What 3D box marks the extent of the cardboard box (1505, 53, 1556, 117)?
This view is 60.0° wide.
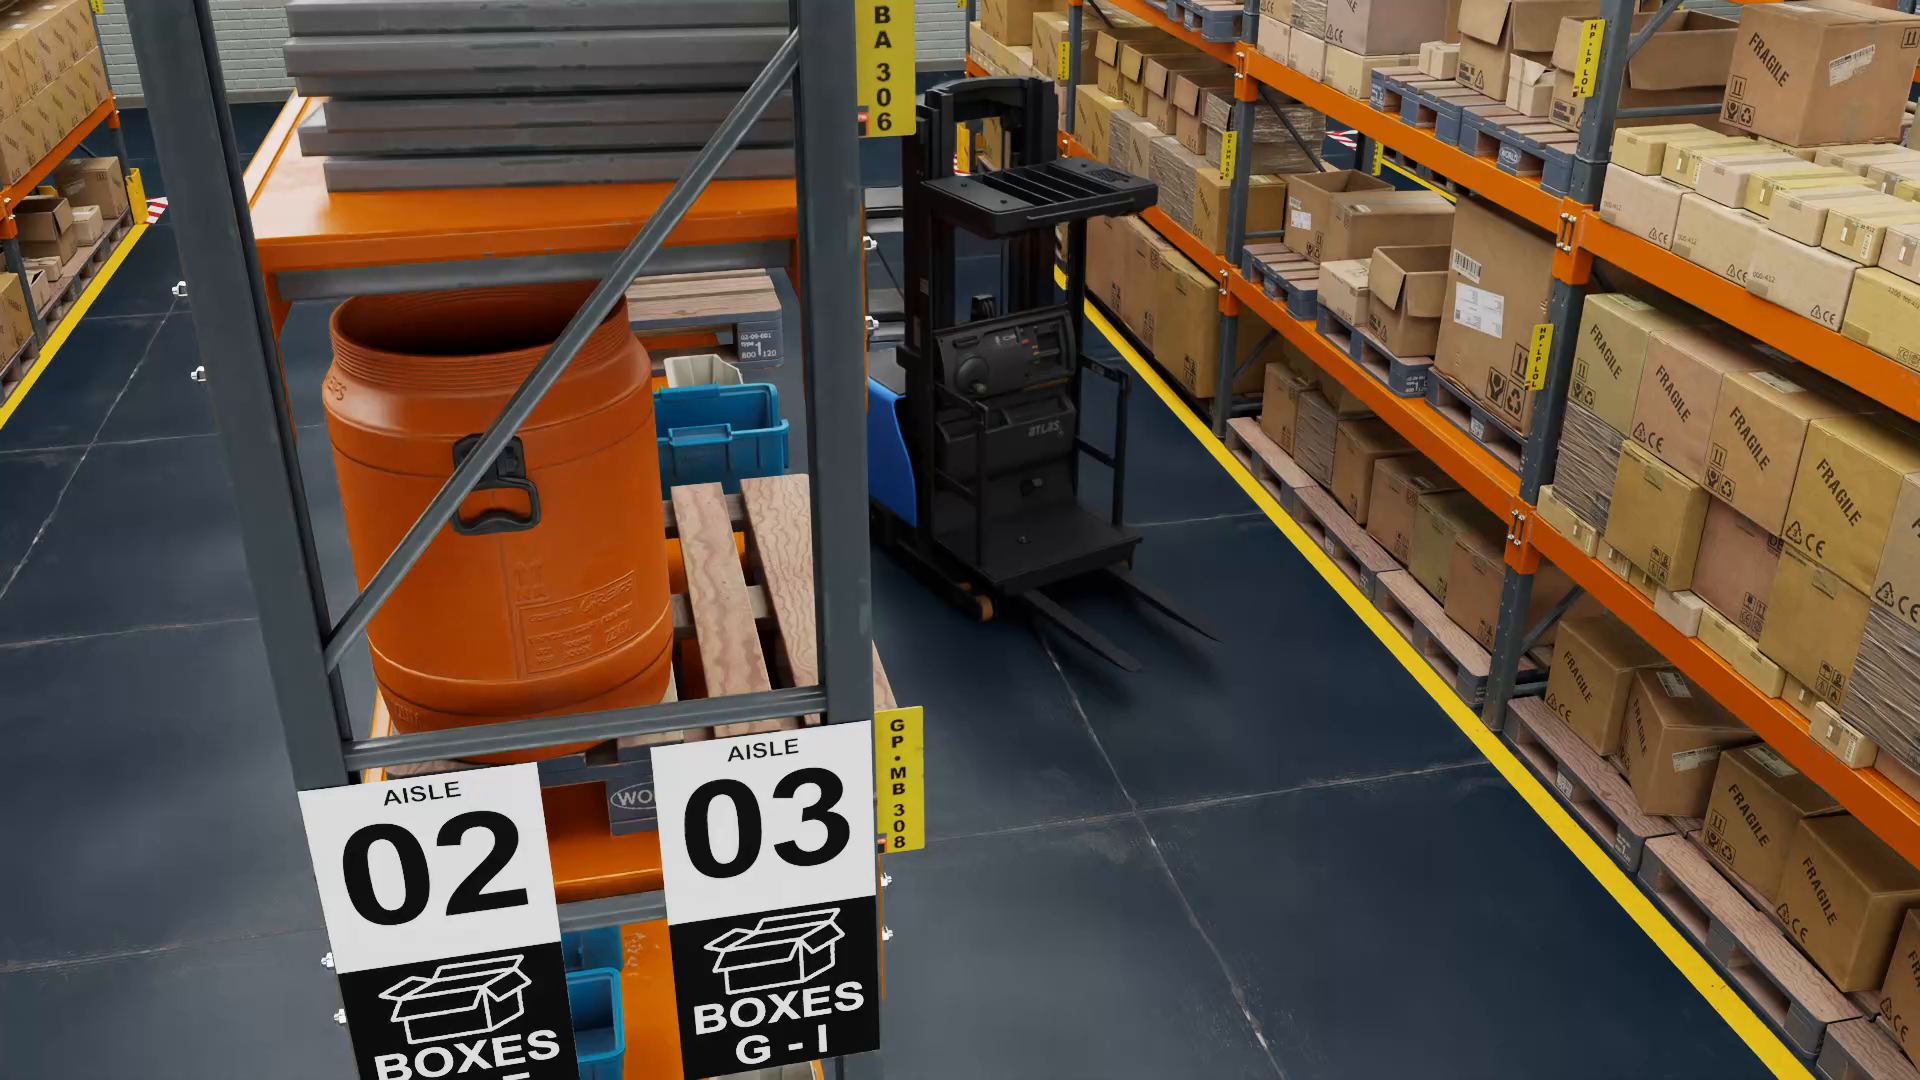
[{"bbox_3d":[2.959,-2.270,8.273,0.396,0.266,0.258,-5,27,-10],"label":"cardboard box"}]

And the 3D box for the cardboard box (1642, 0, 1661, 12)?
[{"bbox_3d":[6.456,-5.219,16.210,0.500,0.500,0.500,-5,27,-10],"label":"cardboard box"}]

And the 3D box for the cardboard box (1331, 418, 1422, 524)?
[{"bbox_3d":[2.809,-0.455,10.608,0.700,0.500,0.500,-4,27,-7],"label":"cardboard box"}]

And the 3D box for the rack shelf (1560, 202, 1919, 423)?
[{"bbox_3d":[3.719,-0.541,5.962,1.077,0.370,4.000,-6,27,-12],"label":"rack shelf"}]

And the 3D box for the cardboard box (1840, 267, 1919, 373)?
[{"bbox_3d":[3.473,-0.768,5.780,0.500,0.250,0.500,-6,27,-12],"label":"cardboard box"}]

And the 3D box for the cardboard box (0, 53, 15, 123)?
[{"bbox_3d":[-8.019,-3.635,13.403,0.500,0.500,0.500,-5,27,-10],"label":"cardboard box"}]

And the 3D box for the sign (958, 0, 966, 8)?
[{"bbox_3d":[0.022,-6.037,18.333,0.100,0.325,0.005,-6,27,-12],"label":"sign"}]

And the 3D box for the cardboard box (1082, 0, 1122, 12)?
[{"bbox_3d":[1.381,-4.995,16.321,0.500,0.500,0.500,-7,28,-13],"label":"cardboard box"}]

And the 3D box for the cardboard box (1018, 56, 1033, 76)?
[{"bbox_3d":[0.876,-4.597,16.365,0.500,0.250,0.500,-5,27,-11],"label":"cardboard box"}]

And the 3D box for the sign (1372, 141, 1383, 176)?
[{"bbox_3d":[2.893,-2.698,11.569,0.100,0.325,0.005,-6,27,-12],"label":"sign"}]

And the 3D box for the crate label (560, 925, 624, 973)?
[{"bbox_3d":[-1.334,1.062,5.279,0.502,0.435,0.616,-6,27,-12],"label":"crate label"}]

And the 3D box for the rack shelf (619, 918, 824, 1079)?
[{"bbox_3d":[-1.106,1.301,5.642,1.077,0.370,4.000,-6,27,-12],"label":"rack shelf"}]

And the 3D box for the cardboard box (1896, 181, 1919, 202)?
[{"bbox_3d":[3.809,-1.271,6.333,0.380,0.149,0.250,-5,27,-10],"label":"cardboard box"}]

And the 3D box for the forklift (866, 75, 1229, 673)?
[{"bbox_3d":[0.395,-1.061,9.600,1.130,2.935,3.031,-16,31,-29],"label":"forklift"}]

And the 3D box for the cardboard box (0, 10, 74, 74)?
[{"bbox_3d":[-8.484,-4.539,15.194,0.500,0.500,0.500,-5,27,-10],"label":"cardboard box"}]

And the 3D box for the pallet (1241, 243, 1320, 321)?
[{"bbox_3d":[2.631,-1.769,11.139,1.213,0.211,1.003,-6,27,-12],"label":"pallet"}]

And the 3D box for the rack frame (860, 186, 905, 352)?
[{"bbox_3d":[-0.435,-1.314,11.020,0.400,2.100,0.015,-5,27,-9],"label":"rack frame"}]

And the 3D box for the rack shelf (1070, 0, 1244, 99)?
[{"bbox_3d":[1.916,-4.053,12.920,1.077,0.370,4.000,-6,27,-12],"label":"rack shelf"}]

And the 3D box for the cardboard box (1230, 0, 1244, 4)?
[{"bbox_3d":[2.159,-3.990,11.417,0.797,0.503,0.637,-4,27,-9],"label":"cardboard box"}]

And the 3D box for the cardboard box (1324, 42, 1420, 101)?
[{"bbox_3d":[2.465,-2.747,9.701,0.500,0.250,0.500,-5,27,-10],"label":"cardboard box"}]

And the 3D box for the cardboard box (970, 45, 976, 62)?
[{"bbox_3d":[0.323,-5.368,18.334,0.380,0.149,0.250,-6,27,-11],"label":"cardboard box"}]

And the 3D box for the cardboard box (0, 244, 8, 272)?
[{"bbox_3d":[-8.761,-2.455,14.781,0.500,0.311,0.500,-6,27,-12],"label":"cardboard box"}]

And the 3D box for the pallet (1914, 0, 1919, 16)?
[{"bbox_3d":[7.419,-3.594,11.422,1.213,0.211,1.003,-5,27,-9],"label":"pallet"}]

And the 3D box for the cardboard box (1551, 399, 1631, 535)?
[{"bbox_3d":[3.310,-0.375,7.722,0.875,0.500,0.500,-6,27,-12],"label":"cardboard box"}]

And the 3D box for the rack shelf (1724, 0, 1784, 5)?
[{"bbox_3d":[6.771,-4.512,13.830,1.077,0.370,4.000,-6,27,-12],"label":"rack shelf"}]

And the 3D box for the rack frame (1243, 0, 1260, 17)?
[{"bbox_3d":[2.367,-4.835,10.343,1.000,3.000,0.127,-6,27,-12],"label":"rack frame"}]

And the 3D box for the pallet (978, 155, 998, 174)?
[{"bbox_3d":[0.820,-4.081,18.601,1.003,0.211,1.213,-6,27,-12],"label":"pallet"}]

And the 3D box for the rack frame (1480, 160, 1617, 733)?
[{"bbox_3d":[3.268,-0.401,8.216,1.000,3.000,0.127,-6,27,-12],"label":"rack frame"}]

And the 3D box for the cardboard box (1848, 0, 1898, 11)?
[{"bbox_3d":[6.846,-4.225,12.352,0.500,0.500,0.500,-6,27,-12],"label":"cardboard box"}]

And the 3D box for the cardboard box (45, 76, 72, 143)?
[{"bbox_3d":[-8.381,-3.872,14.982,0.500,0.500,0.500,-6,27,-12],"label":"cardboard box"}]

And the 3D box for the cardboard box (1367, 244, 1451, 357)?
[{"bbox_3d":[2.788,-1.386,9.587,0.797,0.503,0.637,-3,27,-6],"label":"cardboard box"}]

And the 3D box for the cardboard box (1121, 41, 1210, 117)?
[{"bbox_3d":[1.761,-3.823,13.772,0.797,0.503,0.637,-6,27,-11],"label":"cardboard box"}]

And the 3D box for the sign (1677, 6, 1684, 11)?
[{"bbox_3d":[6.861,-4.947,15.938,0.100,0.325,0.005,-6,27,-12],"label":"sign"}]

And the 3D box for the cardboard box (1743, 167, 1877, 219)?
[{"bbox_3d":[3.306,-1.342,6.476,0.380,0.149,0.250,-5,27,-10],"label":"cardboard box"}]

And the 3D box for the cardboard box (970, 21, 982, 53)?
[{"bbox_3d":[0.409,-5.497,18.148,0.500,0.250,0.500,-7,28,-13],"label":"cardboard box"}]

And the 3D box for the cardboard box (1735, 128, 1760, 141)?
[{"bbox_3d":[3.623,-1.738,7.259,0.380,0.149,0.250,-5,27,-10],"label":"cardboard box"}]

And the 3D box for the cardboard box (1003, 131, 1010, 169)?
[{"bbox_3d":[0.991,-4.236,17.705,0.875,0.875,0.875,-6,27,-12],"label":"cardboard box"}]

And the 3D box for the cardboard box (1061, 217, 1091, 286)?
[{"bbox_3d":[1.629,-2.873,15.005,1.225,0.875,0.875,-6,27,-11],"label":"cardboard box"}]

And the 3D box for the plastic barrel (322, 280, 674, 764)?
[{"bbox_3d":[-0.889,-0.061,3.270,0.600,0.830,0.708,-6,27,-12],"label":"plastic barrel"}]

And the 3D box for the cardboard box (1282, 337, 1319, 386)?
[{"bbox_3d":[2.547,-1.281,11.413,0.500,0.250,0.500,-5,27,-9],"label":"cardboard box"}]

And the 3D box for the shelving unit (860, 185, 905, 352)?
[{"bbox_3d":[-0.480,-1.422,11.234,0.431,2.100,0.503,-5,27,-9],"label":"shelving unit"}]

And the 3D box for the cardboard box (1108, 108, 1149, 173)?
[{"bbox_3d":[1.552,-3.290,13.828,0.500,0.500,0.500,-7,28,-13],"label":"cardboard box"}]

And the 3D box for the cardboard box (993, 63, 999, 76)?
[{"bbox_3d":[0.556,-4.917,17.441,0.380,0.149,0.250,-6,27,-13],"label":"cardboard box"}]

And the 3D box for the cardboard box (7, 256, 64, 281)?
[{"bbox_3d":[-8.275,-2.425,14.882,0.380,0.166,0.250,-6,27,-12],"label":"cardboard box"}]

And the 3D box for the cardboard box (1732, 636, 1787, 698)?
[{"bbox_3d":[3.375,0.493,6.723,0.380,0.149,0.250,-6,27,-12],"label":"cardboard box"}]

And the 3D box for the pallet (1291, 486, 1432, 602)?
[{"bbox_3d":[2.813,-0.034,10.584,1.003,0.211,1.213,-6,27,-12],"label":"pallet"}]

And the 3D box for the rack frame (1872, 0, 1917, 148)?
[{"bbox_3d":[7.222,-2.616,12.605,1.000,3.000,0.127,-6,27,-12],"label":"rack frame"}]

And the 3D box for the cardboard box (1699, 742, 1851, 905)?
[{"bbox_3d":[3.672,1.222,7.307,0.500,0.500,0.500,-8,28,-16],"label":"cardboard box"}]

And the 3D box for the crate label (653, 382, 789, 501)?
[{"bbox_3d":[-0.756,-0.270,4.792,0.502,0.251,0.408,-6,27,-12],"label":"crate label"}]

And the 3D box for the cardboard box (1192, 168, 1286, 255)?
[{"bbox_3d":[2.014,-2.393,12.051,0.500,0.500,0.500,-5,27,-10],"label":"cardboard box"}]

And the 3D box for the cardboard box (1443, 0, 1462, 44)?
[{"bbox_3d":[2.941,-3.137,9.641,0.500,0.500,0.500,-5,27,-11],"label":"cardboard box"}]

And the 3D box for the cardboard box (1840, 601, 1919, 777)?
[{"bbox_3d":[3.772,0.502,5.985,0.875,0.500,0.500,-6,27,-12],"label":"cardboard box"}]

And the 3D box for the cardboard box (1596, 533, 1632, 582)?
[{"bbox_3d":[3.151,0.054,7.593,0.380,0.149,0.250,-6,27,-12],"label":"cardboard box"}]

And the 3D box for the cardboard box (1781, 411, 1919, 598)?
[{"bbox_3d":[3.472,-0.144,6.156,0.500,0.500,0.500,-6,27,-12],"label":"cardboard box"}]

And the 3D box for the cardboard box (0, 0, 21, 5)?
[{"bbox_3d":[-9.245,-4.934,15.976,0.500,0.500,0.500,-5,27,-10],"label":"cardboard box"}]

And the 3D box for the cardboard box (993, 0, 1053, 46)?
[{"bbox_3d":[0.644,-5.385,17.094,0.500,0.500,0.500,-7,28,-13],"label":"cardboard box"}]

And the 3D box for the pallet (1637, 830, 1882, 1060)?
[{"bbox_3d":[3.733,1.672,7.204,1.003,0.211,1.213,-6,27,-12],"label":"pallet"}]

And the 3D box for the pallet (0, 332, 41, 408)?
[{"bbox_3d":[-7.967,-1.311,13.112,1.003,0.211,1.213,-6,27,-12],"label":"pallet"}]

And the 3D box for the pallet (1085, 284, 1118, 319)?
[{"bbox_3d":[1.713,-2.337,15.146,1.003,0.211,1.213,-6,27,-12],"label":"pallet"}]
